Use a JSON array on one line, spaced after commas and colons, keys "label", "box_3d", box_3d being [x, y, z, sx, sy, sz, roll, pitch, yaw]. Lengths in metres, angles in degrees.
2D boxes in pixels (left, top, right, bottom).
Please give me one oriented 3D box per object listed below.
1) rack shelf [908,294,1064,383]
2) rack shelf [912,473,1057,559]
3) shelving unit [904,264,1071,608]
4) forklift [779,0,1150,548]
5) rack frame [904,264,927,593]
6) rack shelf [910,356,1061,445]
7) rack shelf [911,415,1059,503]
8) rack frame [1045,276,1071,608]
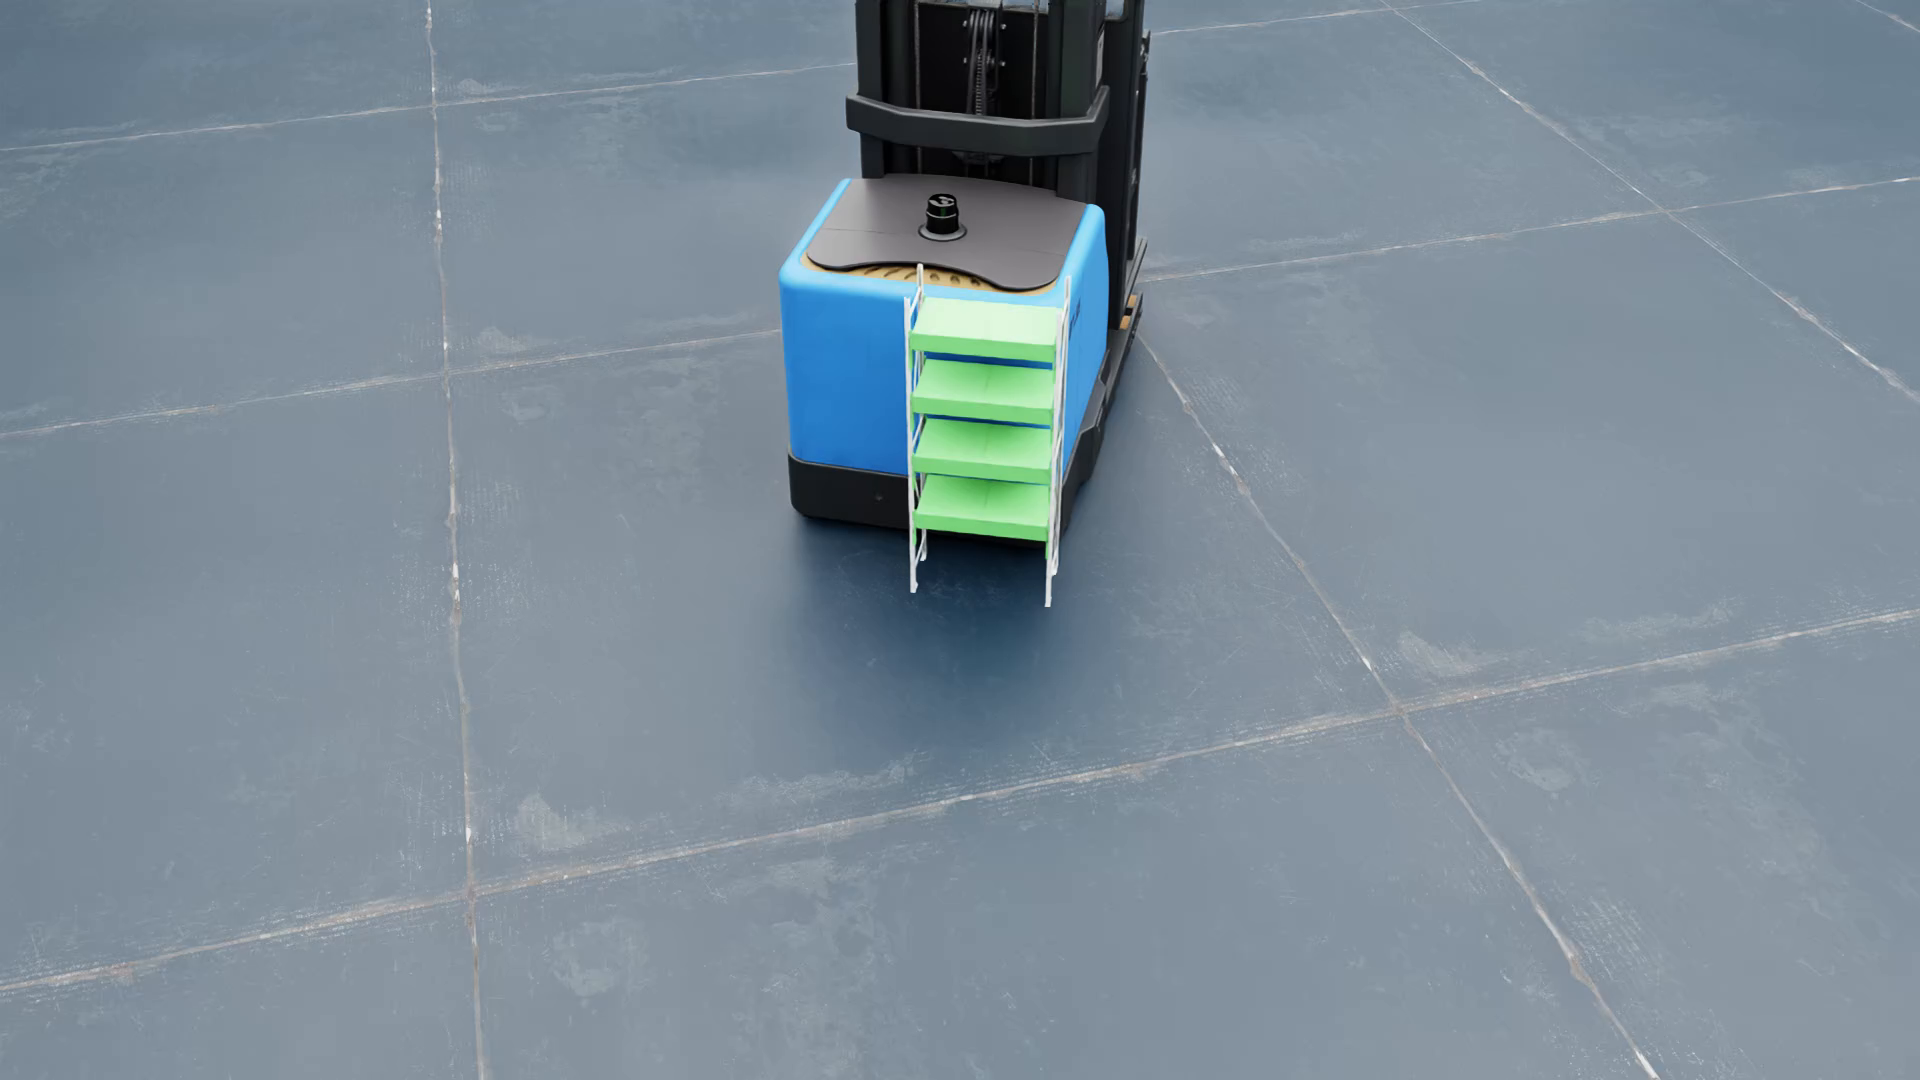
[{"label": "rack shelf", "box_3d": [0.091, -0.662, 5.443, 0.480, 0.148, 0.258, 6, 38, 8]}, {"label": "rack shelf", "box_3d": [0.091, -0.090, 5.881, 0.480, 0.148, 0.258, 6, 38, 8]}, {"label": "shelving unit", "box_3d": [0.091, -0.332, 5.696, 0.503, 1.200, 0.258, 6, 38, 8]}, {"label": "forklift", "box_3d": [0.201, -2.032, 6.494, 1.130, 2.935, 3.031, 8, 38, 11]}, {"label": "rack frame", "box_3d": [-0.149, -0.357, 5.729, 0.015, 1.200, 0.240, 6, 38, 8]}, {"label": "rack shelf", "box_3d": [0.091, -0.472, 5.589, 0.480, 0.148, 0.258, 6, 38, 8]}, {"label": "rack shelf", "box_3d": [0.091, -0.281, 5.735, 0.480, 0.148, 0.258, 6, 38, 8]}, {"label": "rack frame", "box_3d": [0.332, -0.307, 5.664, 0.015, 1.200, 0.240, 6, 38, 8]}]
